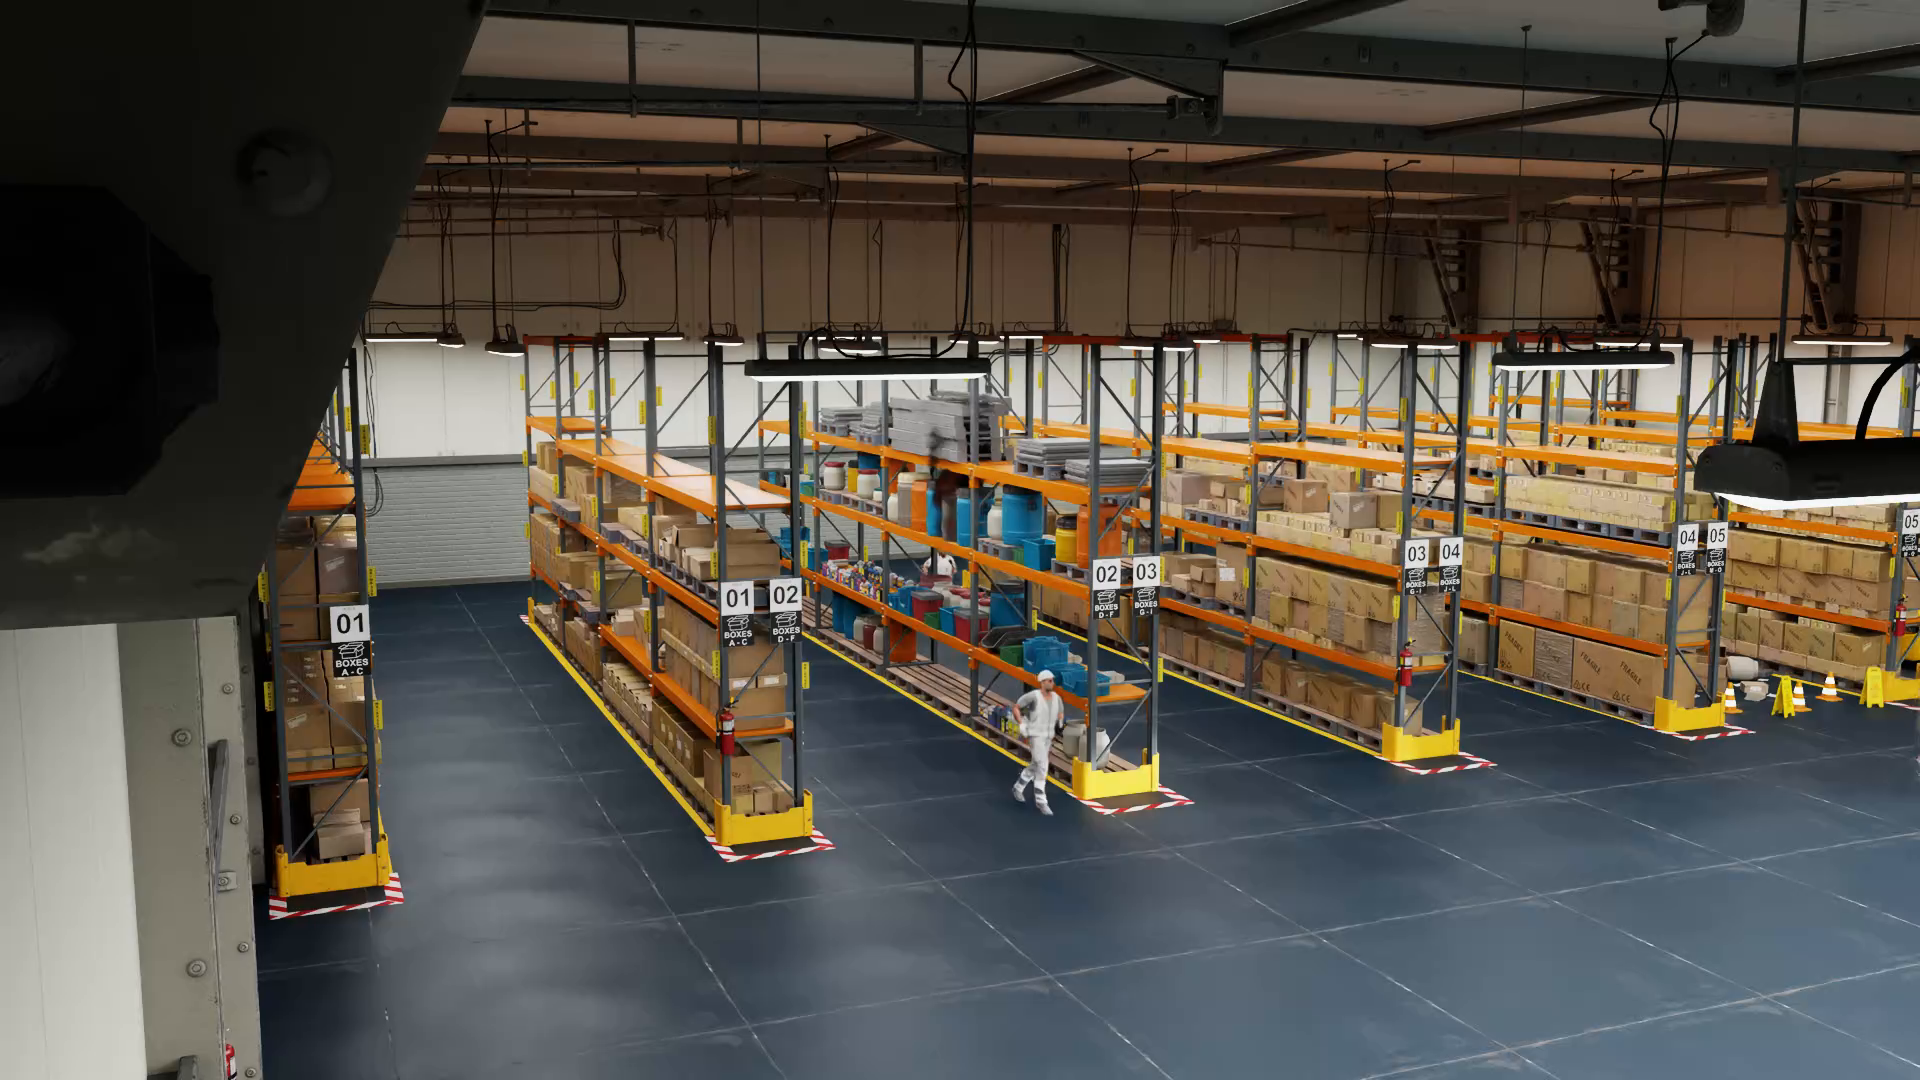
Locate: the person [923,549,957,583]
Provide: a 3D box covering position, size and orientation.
[{"bbox_3d":[-0.343,0.950,33.980,0.631,1.852,0.746,-6,9,-36],"label":"person"}]

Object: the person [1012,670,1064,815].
[{"bbox_3d":[1.058,2.588,21.635,0.667,1.811,0.813,-7,10,-42],"label":"person"}]
